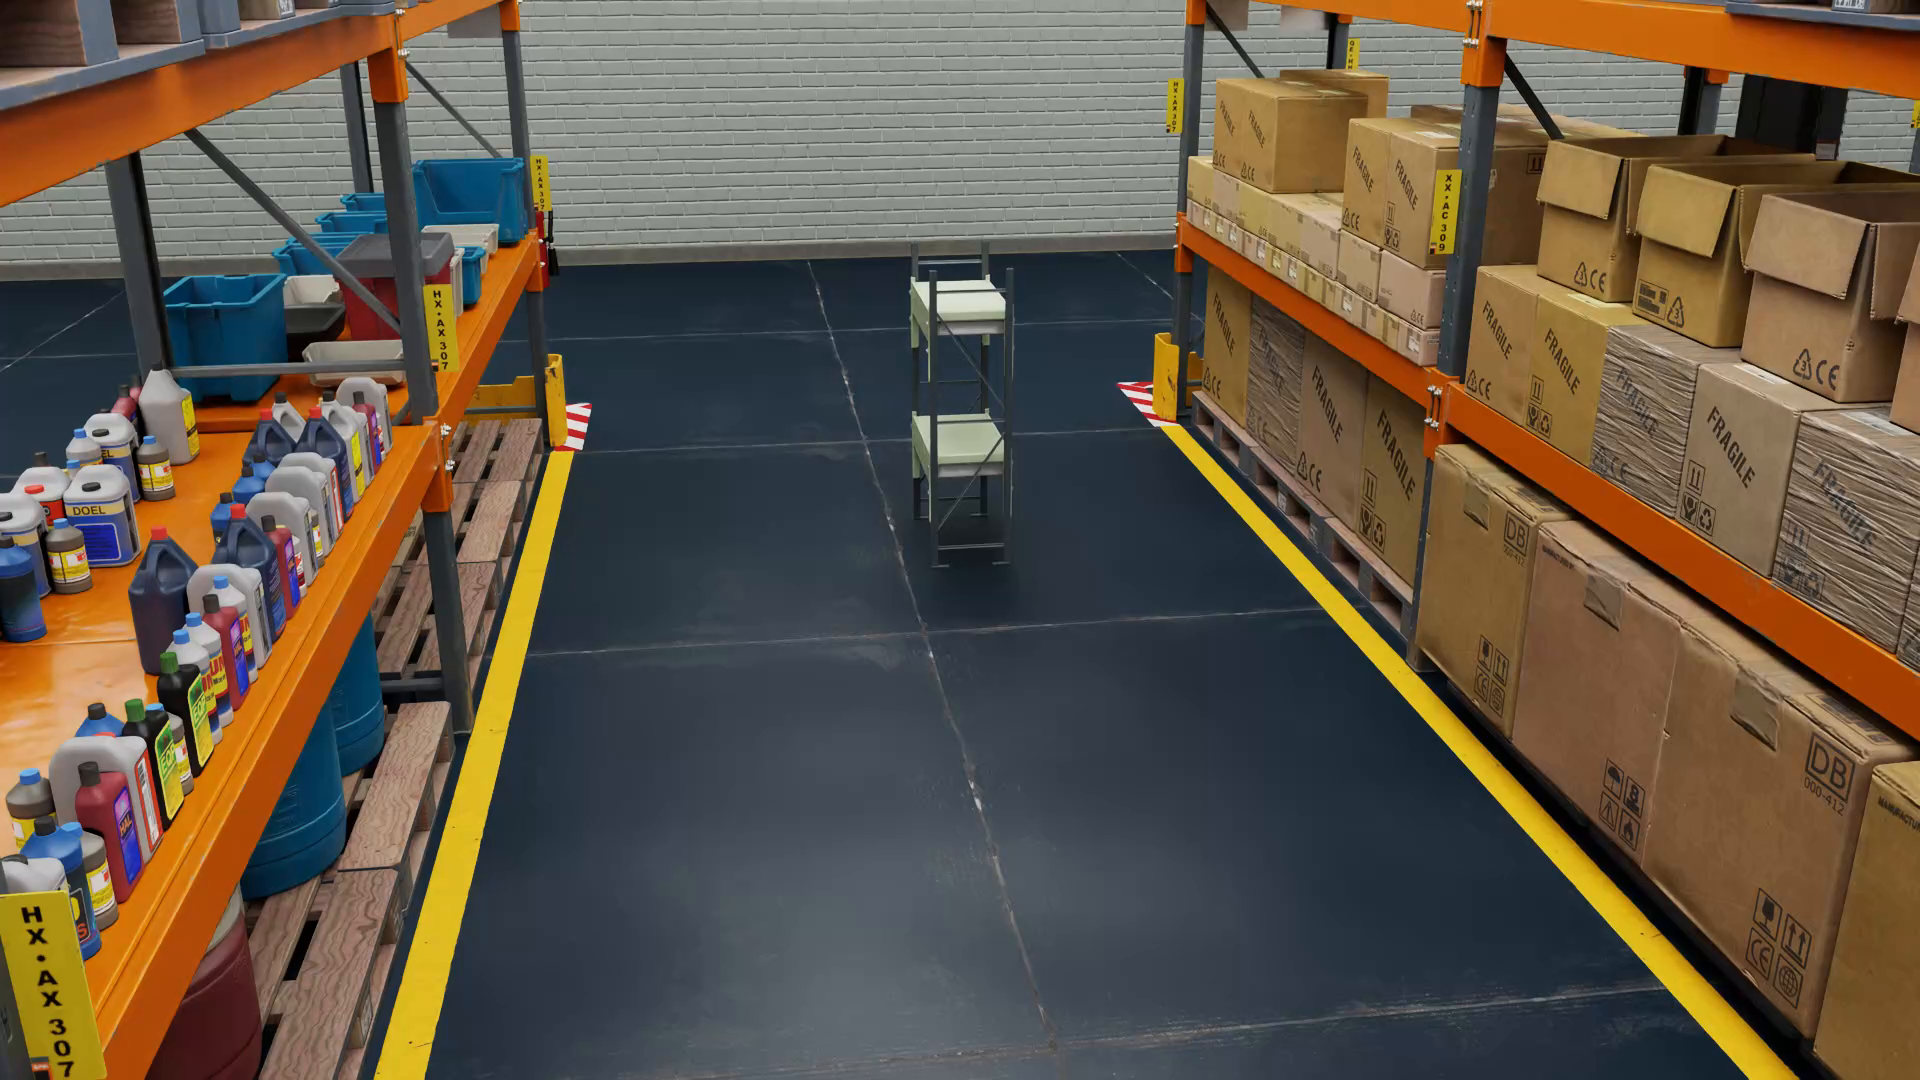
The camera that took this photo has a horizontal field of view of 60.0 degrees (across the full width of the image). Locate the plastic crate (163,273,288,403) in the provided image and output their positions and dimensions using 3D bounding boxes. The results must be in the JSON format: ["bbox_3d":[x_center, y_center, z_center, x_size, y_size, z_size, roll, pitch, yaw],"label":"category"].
[{"bbox_3d":[-2.855,-0.785,6.469,0.392,0.384,0.575,-3,21,-8],"label":"plastic crate"}]

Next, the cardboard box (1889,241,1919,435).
[{"bbox_3d":[2.847,-0.482,4.142,0.797,0.503,0.637,-2,21,-6],"label":"cardboard box"}]

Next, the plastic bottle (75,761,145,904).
[{"bbox_3d":[-1.619,0.537,3.158,0.061,0.283,0.133,-3,21,-8],"label":"plastic bottle"}]

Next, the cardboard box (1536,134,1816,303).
[{"bbox_3d":[2.551,-1.166,5.975,0.797,0.503,0.637,-3,21,-9],"label":"cardboard box"}]

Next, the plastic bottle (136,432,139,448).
[{"bbox_3d":[-2.766,-0.294,5.499,0.097,0.201,0.097,0,20,0],"label":"plastic bottle"}]

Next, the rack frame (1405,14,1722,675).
[{"bbox_3d":[2.451,-0.870,6.759,1.000,3.000,0.127,-3,21,-8],"label":"rack frame"}]

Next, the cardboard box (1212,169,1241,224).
[{"bbox_3d":[1.758,-1.965,9.479,0.500,0.250,0.500,-3,21,-8],"label":"cardboard box"}]

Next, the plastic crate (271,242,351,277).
[{"bbox_3d":[-3.084,-1.293,8.045,0.416,0.233,0.300,-3,21,-8],"label":"plastic crate"}]

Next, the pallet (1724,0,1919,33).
[{"bbox_3d":[2.718,-1.409,4.185,1.003,0.211,1.213,-2,21,-5],"label":"pallet"}]

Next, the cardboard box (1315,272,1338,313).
[{"bbox_3d":[1.934,-1.198,7.995,0.380,0.149,0.250,-3,21,-7],"label":"cardboard box"}]

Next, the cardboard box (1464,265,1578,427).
[{"bbox_3d":[2.270,-0.745,6.281,0.500,0.500,0.500,-3,21,-8],"label":"cardboard box"}]

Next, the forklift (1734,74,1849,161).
[{"bbox_3d":[5.005,-1.742,9.192,3.031,2.935,1.130,10,23,26],"label":"forklift"}]

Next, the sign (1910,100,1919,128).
[{"bbox_3d":[6.260,-2.848,10.818,0.100,0.325,0.005,-3,21,-8],"label":"sign"}]

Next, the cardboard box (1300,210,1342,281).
[{"bbox_3d":[1.977,-1.435,8.060,0.500,0.250,0.500,-2,21,-7],"label":"cardboard box"}]

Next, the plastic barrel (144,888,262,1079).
[{"bbox_3d":[-2.124,1.138,4.229,0.600,0.588,0.708,-3,21,-8],"label":"plastic barrel"}]

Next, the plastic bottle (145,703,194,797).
[{"bbox_3d":[-1.692,0.444,3.525,0.097,0.201,0.097,0,20,0],"label":"plastic bottle"}]

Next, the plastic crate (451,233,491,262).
[{"bbox_3d":[-2.703,-1.536,8.832,0.396,0.136,0.243,-3,21,-8],"label":"plastic crate"}]

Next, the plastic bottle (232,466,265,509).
[{"bbox_3d":[-2.050,-0.080,4.826,0.097,0.271,0.097,0,20,0],"label":"plastic bottle"}]

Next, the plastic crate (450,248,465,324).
[{"bbox_3d":[-2.488,-1.131,7.541,0.437,0.282,0.530,-3,21,-8],"label":"plastic crate"}]

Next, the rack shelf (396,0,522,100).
[{"bbox_3d":[-2.739,-2.381,7.545,1.077,0.370,4.000,-3,21,-8],"label":"rack shelf"}]

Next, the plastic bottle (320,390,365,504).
[{"bbox_3d":[-1.994,-0.296,5.291,0.144,0.351,0.185,-3,21,-8],"label":"plastic bottle"}]

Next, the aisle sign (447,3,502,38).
[{"bbox_3d":[-2.748,-3.263,9.450,0.394,0.787,0.004,-3,21,-8],"label":"aisle sign"}]

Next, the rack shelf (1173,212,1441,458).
[{"bbox_3d":[2.162,-1.226,8.739,1.077,0.370,4.000,-3,21,-8],"label":"rack shelf"}]

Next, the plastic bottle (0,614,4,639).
[{"bbox_3d":[-2.547,0.106,4.216,0.144,0.351,0.185,-3,21,-8],"label":"plastic bottle"}]

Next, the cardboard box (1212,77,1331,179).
[{"bbox_3d":[1.748,-2.323,9.365,0.500,0.500,0.500,-3,21,-9],"label":"cardboard box"}]

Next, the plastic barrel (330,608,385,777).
[{"bbox_3d":[-2.389,0.355,5.877,0.600,0.901,0.708,-3,21,-8],"label":"plastic barrel"}]

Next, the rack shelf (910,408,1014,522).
[{"bbox_3d":[0.001,-0.395,8.562,0.431,0.370,0.720,-3,21,-8],"label":"rack shelf"}]

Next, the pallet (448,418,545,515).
[{"bbox_3d":[-2.947,-0.412,9.516,1.003,0.211,1.213,-3,21,-8],"label":"pallet"}]

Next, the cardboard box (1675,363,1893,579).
[{"bbox_3d":[2.494,-0.219,4.873,0.500,0.500,0.500,-3,21,-7],"label":"cardboard box"}]

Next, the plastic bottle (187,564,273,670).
[{"bbox_3d":[-1.816,0.176,4.134,0.152,0.276,0.135,-3,21,-8],"label":"plastic bottle"}]

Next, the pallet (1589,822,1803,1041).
[{"bbox_3d":[2.816,1.123,5.408,1.003,0.211,1.213,-3,21,-8],"label":"pallet"}]

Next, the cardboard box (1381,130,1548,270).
[{"bbox_3d":[2.120,-1.436,6.992,0.500,0.500,0.500,-2,21,-6],"label":"cardboard box"}]

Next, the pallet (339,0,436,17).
[{"bbox_3d":[-2.241,-1.671,4.885,1.213,0.211,1.003,-3,21,-8],"label":"pallet"}]

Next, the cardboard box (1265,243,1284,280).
[{"bbox_3d":[1.822,-1.465,8.712,0.380,0.149,0.250,-3,21,-9],"label":"cardboard box"}]

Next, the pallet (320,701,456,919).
[{"bbox_3d":[-2.380,0.955,5.857,1.003,0.211,1.213,-3,21,-8],"label":"pallet"}]

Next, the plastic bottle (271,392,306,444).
[{"bbox_3d":[-2.137,-0.288,5.271,0.144,0.351,0.185,-3,21,-8],"label":"plastic bottle"}]

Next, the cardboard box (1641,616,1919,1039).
[{"bbox_3d":[2.828,0.764,4.819,1.225,0.875,0.875,-3,21,-8],"label":"cardboard box"}]

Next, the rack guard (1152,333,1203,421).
[{"bbox_3d":[1.871,-1.092,10.927,1.175,0.500,0.348,-3,21,-8],"label":"rack guard"}]

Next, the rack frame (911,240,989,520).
[{"bbox_3d":[-0.052,-0.827,8.787,0.400,1.500,0.023,-3,21,-8],"label":"rack frame"}]

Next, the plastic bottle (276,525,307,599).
[{"bbox_3d":[-1.852,0.060,4.554,0.097,0.201,0.097,0,20,0],"label":"plastic bottle"}]

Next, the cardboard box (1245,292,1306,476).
[{"bbox_3d":[2.177,-0.924,9.339,0.875,0.875,0.875,-3,21,-8],"label":"cardboard box"}]

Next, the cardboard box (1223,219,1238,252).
[{"bbox_3d":[1.713,-1.730,9.421,0.380,0.149,0.250,-3,21,-9],"label":"cardboard box"}]

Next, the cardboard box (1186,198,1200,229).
[{"bbox_3d":[1.599,-1.998,10.137,0.380,0.149,0.250,-3,21,-7],"label":"cardboard box"}]

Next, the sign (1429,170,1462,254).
[{"bbox_3d":[1.902,-1.284,6.517,0.100,0.325,0.005,-3,21,-8],"label":"sign"}]

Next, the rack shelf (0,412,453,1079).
[{"bbox_3d":[-2.162,0.409,4.362,1.077,0.370,4.000,-3,21,-8],"label":"rack shelf"}]

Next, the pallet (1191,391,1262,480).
[{"bbox_3d":[2.067,-0.676,10.224,1.003,0.211,1.213,-3,21,-8],"label":"pallet"}]

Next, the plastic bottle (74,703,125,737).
[{"bbox_3d":[-1.733,0.460,3.381,0.097,0.271,0.097,0,20,0],"label":"plastic bottle"}]

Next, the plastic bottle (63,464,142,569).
[{"bbox_3d":[-2.477,-0.070,4.794,0.152,0.276,0.135,-3,21,-8],"label":"plastic bottle"}]

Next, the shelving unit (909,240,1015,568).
[{"bbox_3d":[0.001,-0.700,8.448,0.431,1.500,0.755,-3,21,-8],"label":"shelving unit"}]

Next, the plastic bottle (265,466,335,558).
[{"bbox_3d":[-1.929,-0.094,4.859,0.152,0.276,0.135,-3,21,-8],"label":"plastic bottle"}]

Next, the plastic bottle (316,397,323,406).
[{"bbox_3d":[-2.195,-0.394,5.769,0.097,0.201,0.097,0,20,0],"label":"plastic bottle"}]

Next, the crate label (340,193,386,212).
[{"bbox_3d":[-3.317,-1.853,9.544,0.416,0.233,0.303,-3,21,-8],"label":"crate label"}]

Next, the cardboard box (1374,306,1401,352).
[{"bbox_3d":[2.045,-0.931,7.280,0.380,0.149,0.250,-3,21,-7],"label":"cardboard box"}]

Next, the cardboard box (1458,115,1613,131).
[{"bbox_3d":[2.571,-1.640,7.538,0.500,0.500,0.500,-3,21,-8],"label":"cardboard box"}]

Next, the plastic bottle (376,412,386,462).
[{"bbox_3d":[-2.030,-0.368,5.699,0.097,0.201,0.097,0,20,0],"label":"plastic bottle"}]

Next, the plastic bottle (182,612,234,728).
[{"bbox_3d":[-1.739,0.297,3.817,0.097,0.271,0.097,0,20,0],"label":"plastic bottle"}]

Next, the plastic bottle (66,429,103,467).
[{"bbox_3d":[-2.718,-0.212,5.182,0.097,0.271,0.097,0,20,0],"label":"plastic bottle"}]

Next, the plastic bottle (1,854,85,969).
[{"bbox_3d":[-1.616,0.656,2.849,0.152,0.276,0.135,-3,21,-8],"label":"plastic bottle"}]
